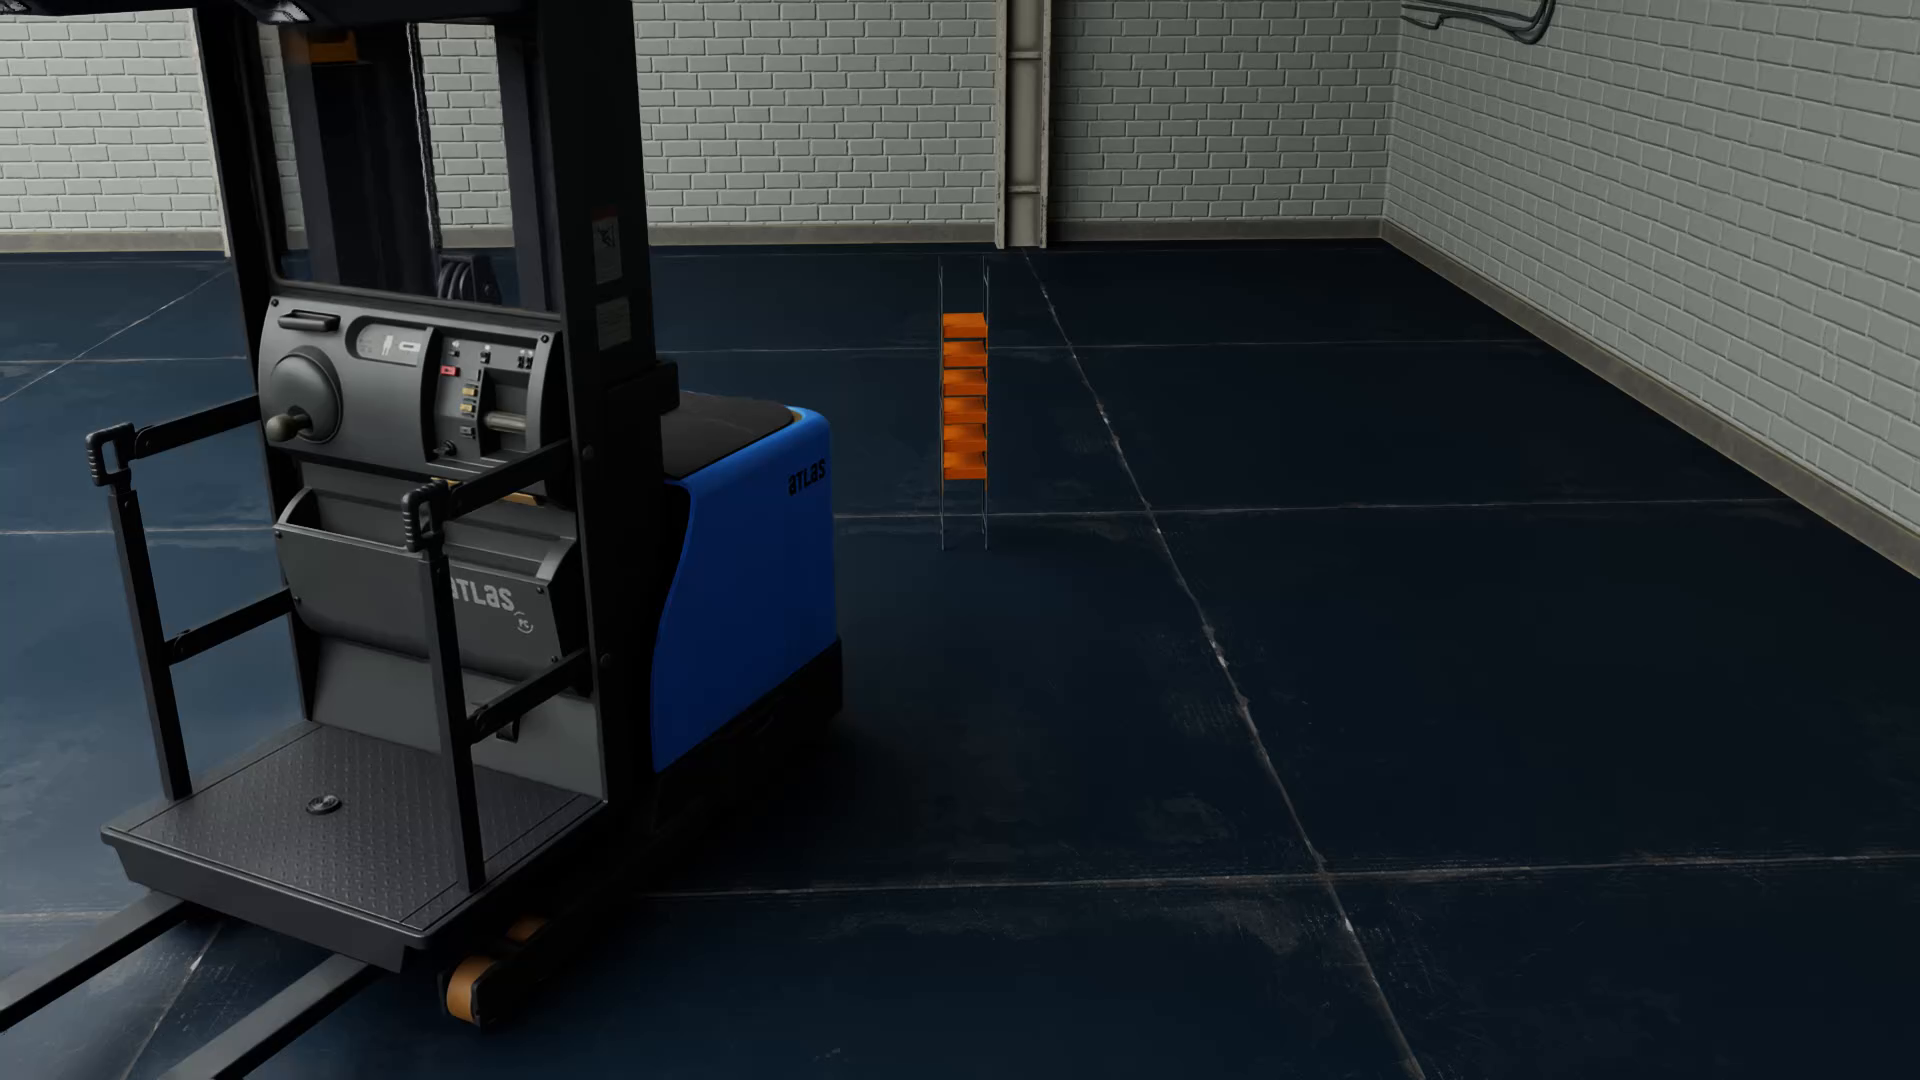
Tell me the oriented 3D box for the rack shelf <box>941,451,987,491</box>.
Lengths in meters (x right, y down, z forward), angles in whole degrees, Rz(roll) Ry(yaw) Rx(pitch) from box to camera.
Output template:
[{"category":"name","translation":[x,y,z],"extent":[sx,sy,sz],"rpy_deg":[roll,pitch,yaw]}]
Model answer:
[{"category":"rack shelf","translation":[0.014,-0.295,7.009],"extent":[0.180,0.103,0.258],"rpy_deg":[-1,21,-3]}]

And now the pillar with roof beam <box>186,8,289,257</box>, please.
[{"category":"pillar with roof beam","translation":[-5.257,-4.926,7.413],"extent":[0.400,9.000,9.100],"rpy_deg":[-1,21,-3]}]

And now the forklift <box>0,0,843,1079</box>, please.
[{"category":"forklift","translation":[-1.486,-0.373,3.980],"extent":[1.130,2.935,3.031],"rpy_deg":[10,23,24]}]

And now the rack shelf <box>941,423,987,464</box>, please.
[{"category":"rack shelf","translation":[0.014,-0.407,6.967],"extent":[0.180,0.103,0.258],"rpy_deg":[-1,21,-3]}]

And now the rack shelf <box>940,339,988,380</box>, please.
[{"category":"rack shelf","translation":[0.014,-0.744,6.839],"extent":[0.180,0.103,0.258],"rpy_deg":[-1,21,-3]}]

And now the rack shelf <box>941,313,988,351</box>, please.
[{"category":"rack shelf","translation":[0.014,-0.856,6.796],"extent":[0.180,0.103,0.258],"rpy_deg":[-1,21,-3]}]

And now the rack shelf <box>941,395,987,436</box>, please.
[{"category":"rack shelf","translation":[0.014,-0.520,6.924],"extent":[0.180,0.103,0.258],"rpy_deg":[-1,21,-3]}]

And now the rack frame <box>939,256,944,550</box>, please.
[{"category":"rack frame","translation":[-0.077,-0.559,6.903],"extent":[0.006,1.200,0.240],"rpy_deg":[-1,21,-3]}]

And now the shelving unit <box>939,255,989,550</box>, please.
[{"category":"shelving unit","translation":[0.014,-0.561,6.908],"extent":[0.189,1.200,0.258],"rpy_deg":[-1,21,-3]}]

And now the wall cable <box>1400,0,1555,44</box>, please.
[{"category":"wall cable","translation":[3.504,-4.716,11.226],"extent":[0.112,2.526,3.097],"rpy_deg":[-1,21,-3]}]

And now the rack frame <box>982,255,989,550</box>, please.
[{"category":"rack frame","translation":[0.106,-0.563,6.913],"extent":[0.006,1.200,0.240],"rpy_deg":[-1,21,-3]}]

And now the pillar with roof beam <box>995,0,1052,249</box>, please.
[{"category":"pillar with roof beam","translation":[0.733,-5.048,7.733],"extent":[0.400,9.000,9.100],"rpy_deg":[-1,21,-3]}]

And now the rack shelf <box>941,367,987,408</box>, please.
[{"category":"rack shelf","translation":[0.014,-0.632,6.881],"extent":[0.180,0.103,0.258],"rpy_deg":[-1,21,-3]}]
